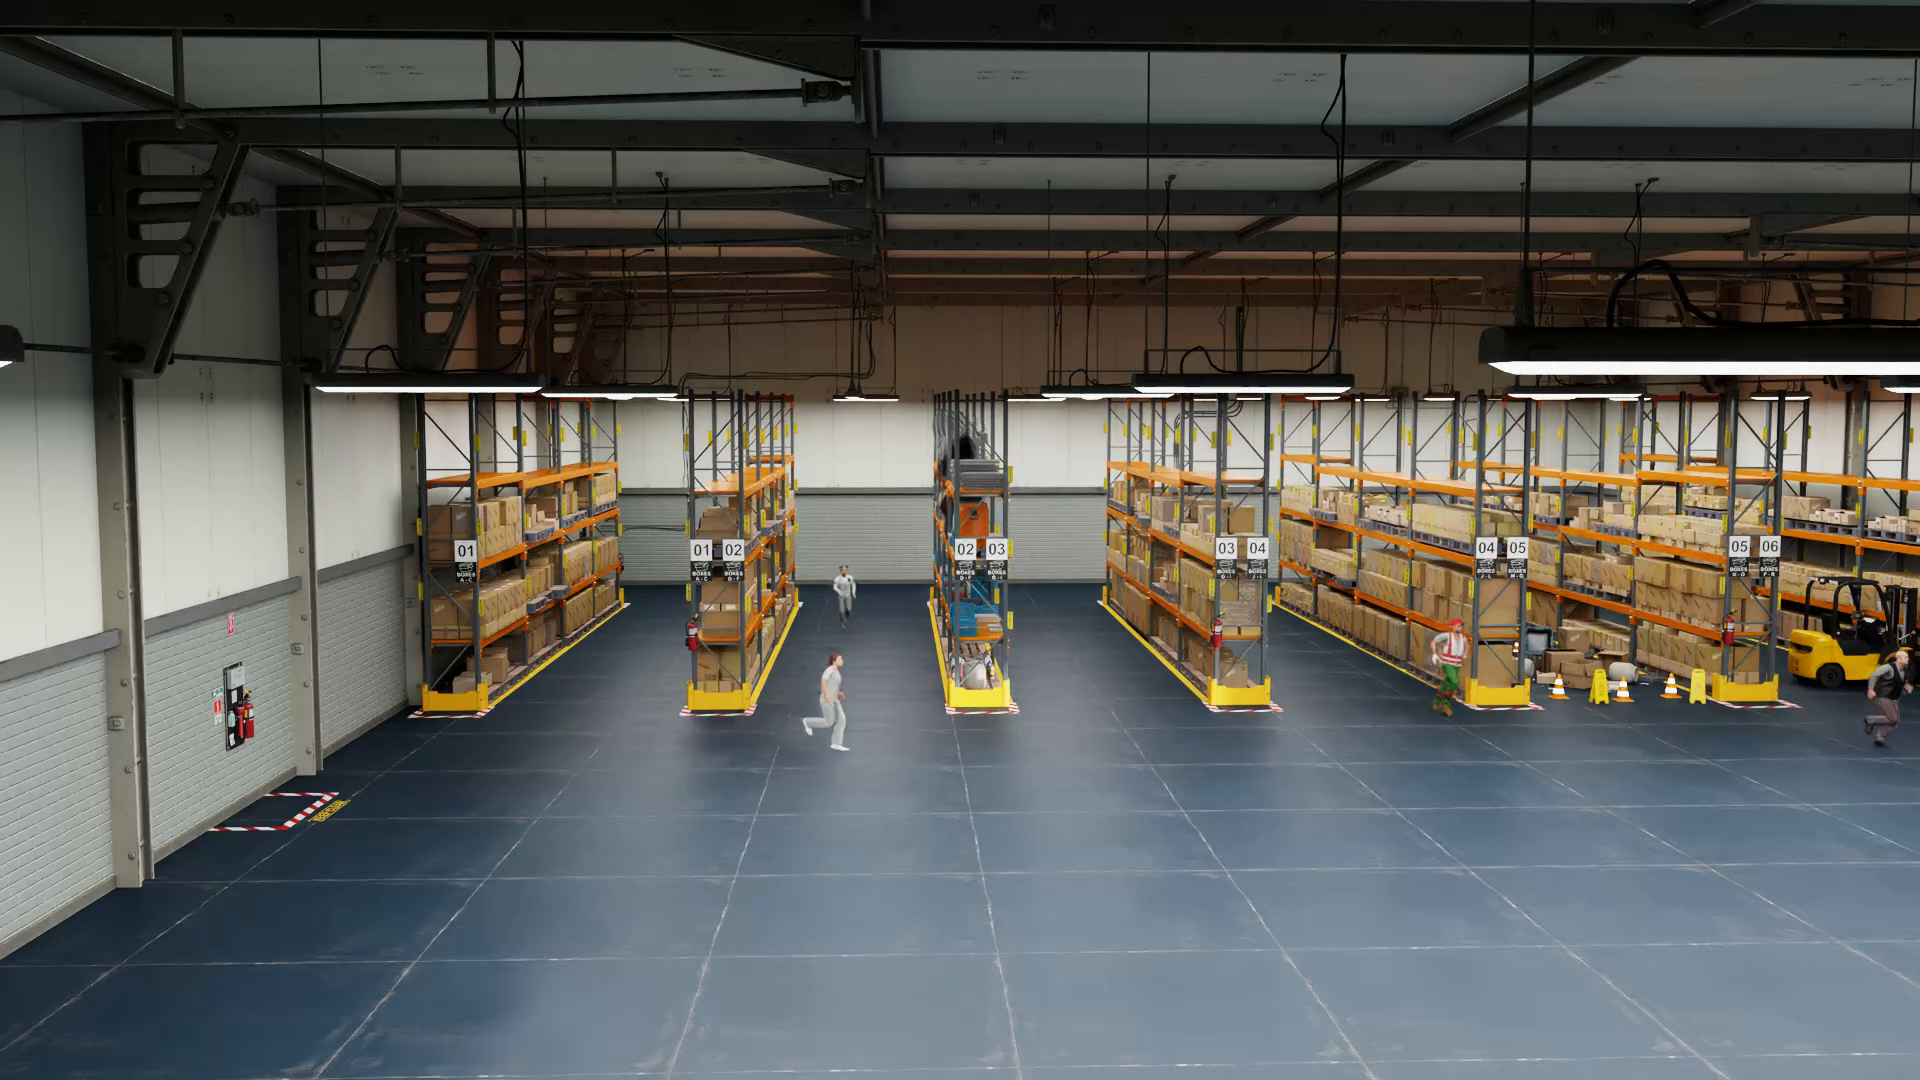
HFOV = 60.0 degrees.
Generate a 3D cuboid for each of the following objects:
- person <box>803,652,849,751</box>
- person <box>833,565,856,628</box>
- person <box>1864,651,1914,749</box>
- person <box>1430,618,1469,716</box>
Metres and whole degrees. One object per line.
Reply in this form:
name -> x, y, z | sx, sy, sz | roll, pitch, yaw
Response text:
person -> -2.224, 2.682, 27.664 | 0.806, 1.644, 0.576 | 1, 5, 18
person -> -2.929, 1.443, 42.368 | 0.589, 1.646, 0.632 | -1, 5, -10
person -> 15.508, 2.654, 27.758 | 0.648, 1.655, 0.733 | -3, 6, -32
person -> 9.108, 2.328, 30.824 | 0.691, 1.761, 0.701 | -2, 5, -21
